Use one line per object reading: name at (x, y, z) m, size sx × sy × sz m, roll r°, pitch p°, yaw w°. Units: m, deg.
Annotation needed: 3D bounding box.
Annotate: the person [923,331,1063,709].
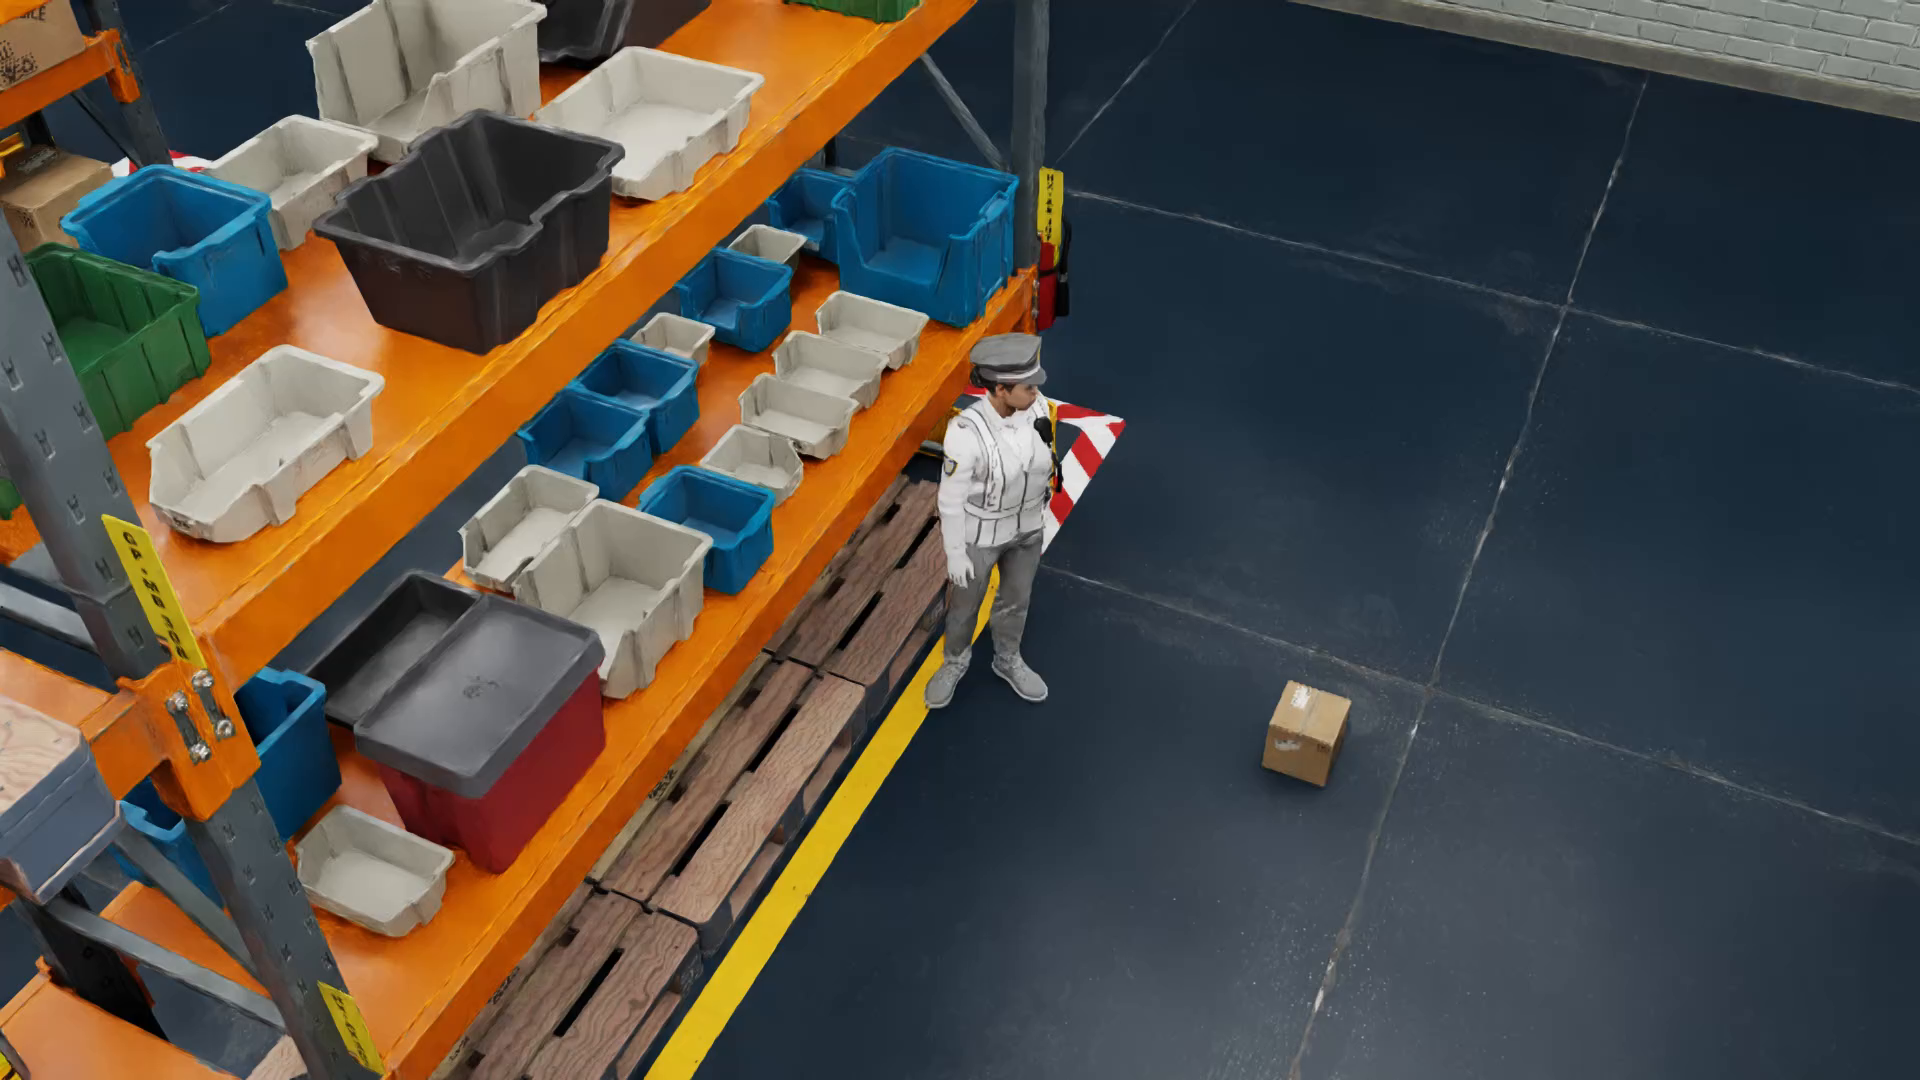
person at (0.123, -0.030, 6.165) m, size 0.567 × 1.676 × 0.380 m, roll -24°, pitch 47°, yaw -24°
